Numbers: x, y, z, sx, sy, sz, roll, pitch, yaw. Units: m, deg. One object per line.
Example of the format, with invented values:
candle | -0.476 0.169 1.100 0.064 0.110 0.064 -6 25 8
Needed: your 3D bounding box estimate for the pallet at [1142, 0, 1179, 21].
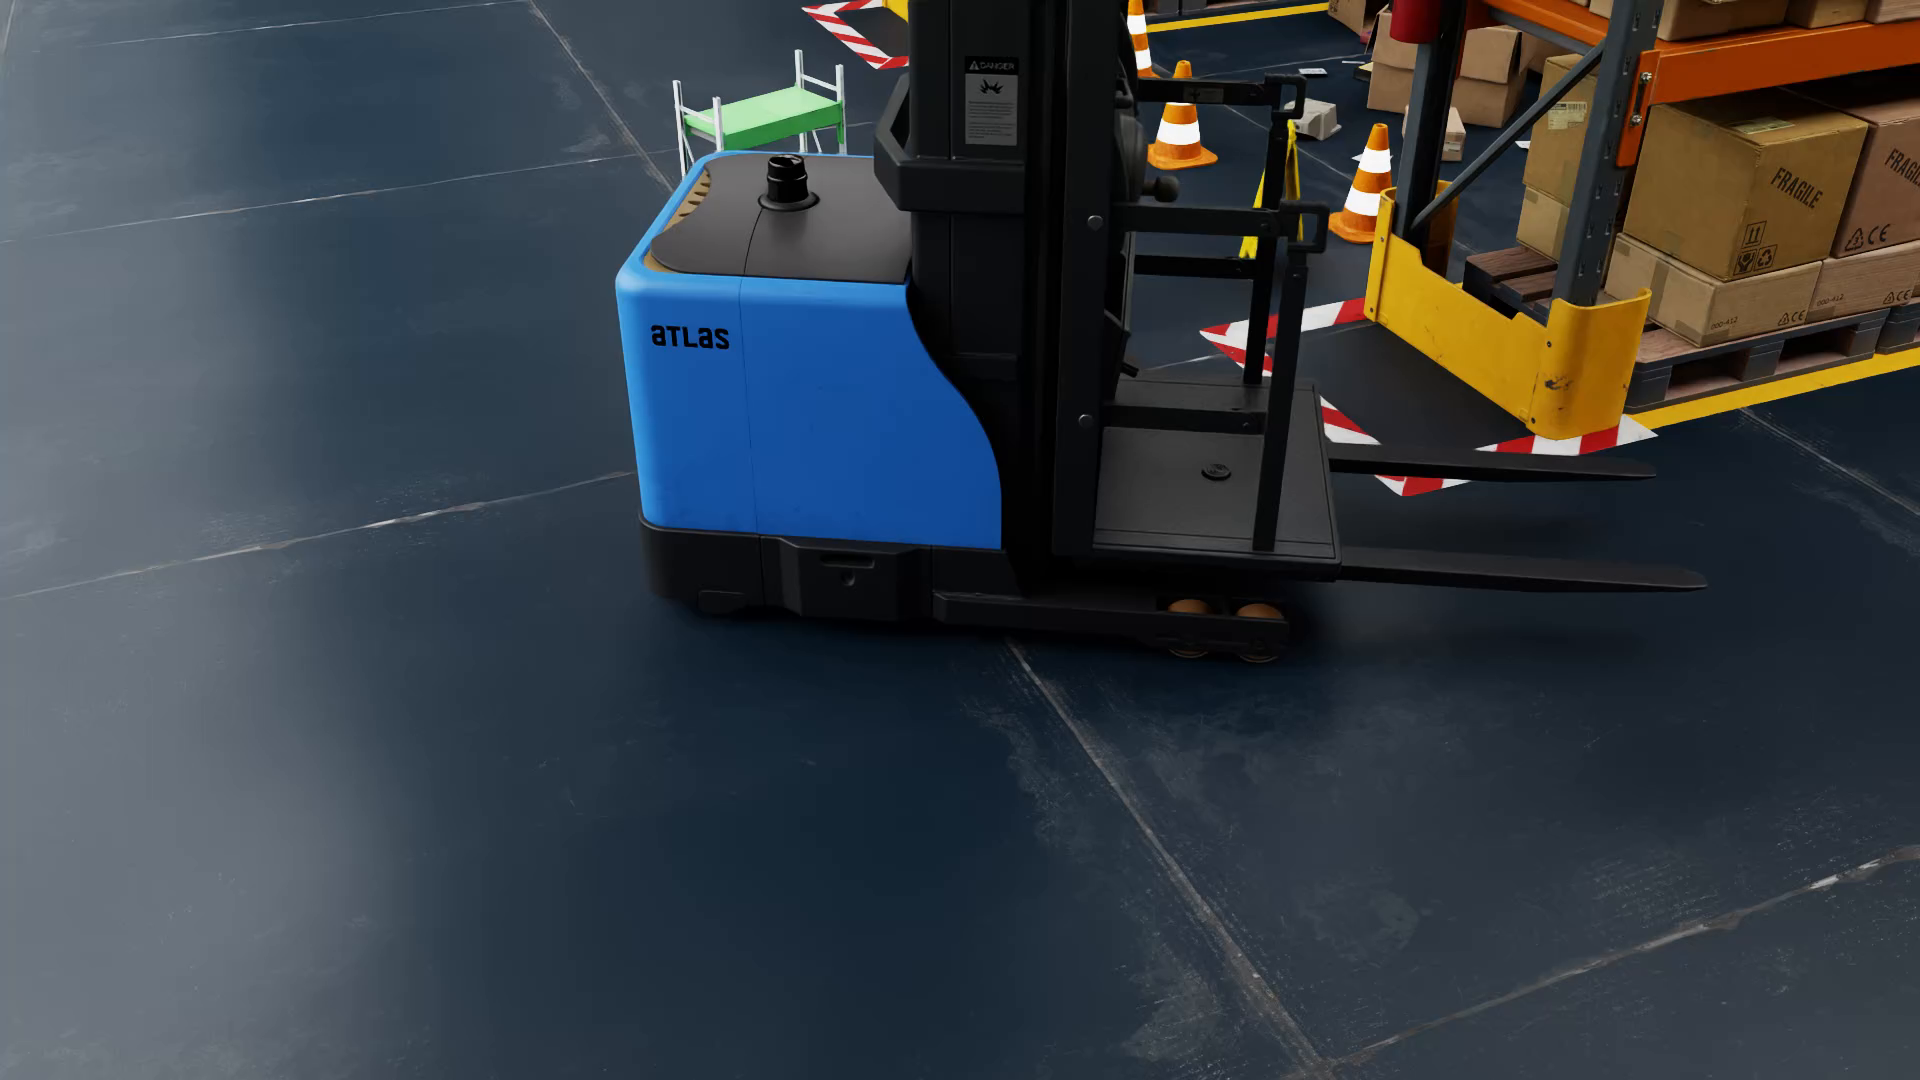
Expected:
pallet | 0.603 -3.414 10.304 1.213 0.211 1.003 -13 35 -19

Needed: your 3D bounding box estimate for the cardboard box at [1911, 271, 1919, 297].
cardboard box | 3.729 -1.188 6.461 0.500 0.250 0.500 -11 35 -16

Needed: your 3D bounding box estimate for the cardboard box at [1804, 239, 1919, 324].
cardboard box | 3.230 -1.066 6.274 0.500 0.250 0.500 -12 35 -17

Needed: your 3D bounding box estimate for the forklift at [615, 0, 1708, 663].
forklift | 0.624 -1.188 4.389 3.031 2.935 1.130 4 33 6

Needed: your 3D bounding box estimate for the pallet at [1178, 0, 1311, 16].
pallet | 1.727 -3.670 10.697 1.213 0.211 1.003 -13 35 -19

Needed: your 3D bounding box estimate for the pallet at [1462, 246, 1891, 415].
pallet | 2.739 -0.908 6.452 1.213 0.211 1.003 -13 35 -19

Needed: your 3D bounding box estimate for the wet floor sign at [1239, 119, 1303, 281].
wet floor sign | 1.317 -1.418 6.838 0.232 0.644 0.267 -2 33 -2

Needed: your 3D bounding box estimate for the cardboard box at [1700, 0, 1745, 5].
cardboard box | 2.450 -2.034 5.262 0.500 0.500 0.500 -13 35 -20

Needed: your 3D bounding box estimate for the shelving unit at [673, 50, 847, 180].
shelving unit | -0.647 -1.002 5.690 0.503 1.200 0.258 -26 41 -34

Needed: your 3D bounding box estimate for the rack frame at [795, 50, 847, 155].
rack frame | -0.467 -1.092 5.828 0.015 1.200 0.240 -26 41 -34

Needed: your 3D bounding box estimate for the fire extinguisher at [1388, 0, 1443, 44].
fire extinguisher | 1.622 -2.082 5.771 0.183 0.674 0.296 -13 35 -19

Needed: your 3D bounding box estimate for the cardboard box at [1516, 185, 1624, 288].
cardboard box | 2.569 -1.242 6.544 0.500 0.250 0.500 -13 35 -19

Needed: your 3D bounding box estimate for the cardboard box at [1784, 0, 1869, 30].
cardboard box | 2.803 -1.845 5.566 0.250 0.149 0.380 -14 36 -20

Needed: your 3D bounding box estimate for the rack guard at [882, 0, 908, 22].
rack guard | -0.126 -3.322 9.898 0.348 0.500 1.175 -13 35 -19

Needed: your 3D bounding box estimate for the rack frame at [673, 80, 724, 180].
rack frame | -0.828 -0.913 5.553 0.015 1.200 0.240 -26 41 -34

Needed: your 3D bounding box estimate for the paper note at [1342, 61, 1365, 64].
paper note | 2.221 -2.696 9.384 0.123 0.001 0.032 4 33 6

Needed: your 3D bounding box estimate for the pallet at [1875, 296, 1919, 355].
pallet | 3.862 -1.164 6.845 1.213 0.211 1.003 -13 35 -19

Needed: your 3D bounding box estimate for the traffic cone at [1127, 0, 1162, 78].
traffic cone | 0.936 -2.710 8.990 0.334 0.463 0.336 -13 35 -19

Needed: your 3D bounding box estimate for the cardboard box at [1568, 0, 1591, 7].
cardboard box | 2.168 -1.988 5.786 0.250 0.149 0.380 -12 35 -17

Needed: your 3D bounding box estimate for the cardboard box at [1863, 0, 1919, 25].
cardboard box | 3.054 -1.876 5.613 0.250 0.149 0.380 -12 35 -18

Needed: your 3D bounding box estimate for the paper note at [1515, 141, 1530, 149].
paper note | 2.848 -1.962 8.249 0.142 0.019 0.148 -2 33 -2

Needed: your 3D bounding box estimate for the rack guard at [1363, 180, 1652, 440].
rack guard | 1.976 -0.876 6.137 0.348 0.500 1.175 -13 35 -19

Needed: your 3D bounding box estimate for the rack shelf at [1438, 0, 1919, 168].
rack shelf | 3.750 -2.028 6.276 4.000 0.370 1.077 -13 35 -19

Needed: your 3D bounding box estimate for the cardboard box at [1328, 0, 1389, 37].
cardboard box | 2.551 -3.329 9.906 0.500 0.500 0.500 -7 34 -11

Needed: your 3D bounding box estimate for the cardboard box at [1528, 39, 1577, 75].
cardboard box | 3.404 -2.763 8.911 0.503 0.637 0.797 -13 35 -19

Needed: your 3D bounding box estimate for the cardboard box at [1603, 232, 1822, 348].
cardboard box | 2.757 -0.962 6.114 0.500 0.250 0.500 -13 35 -19

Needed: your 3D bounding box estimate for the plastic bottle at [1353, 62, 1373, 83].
plastic bottle | 2.308 -2.595 9.181 0.283 0.061 0.133 -27 42 -35

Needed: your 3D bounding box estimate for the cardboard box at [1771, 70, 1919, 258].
cardboard box | 3.259 -1.394 6.091 0.500 0.500 0.500 -14 36 -21

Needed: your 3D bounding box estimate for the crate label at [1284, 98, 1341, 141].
crate label | 1.761 -2.130 8.399 0.250 0.136 0.298 23 39 30

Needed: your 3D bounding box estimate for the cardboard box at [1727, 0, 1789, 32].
cardboard box | 2.527 -1.830 5.543 0.250 0.149 0.380 -12 35 -18

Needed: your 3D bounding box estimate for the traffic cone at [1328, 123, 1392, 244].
traffic cone | 1.803 -1.583 7.259 0.334 0.463 0.336 -13 35 -19

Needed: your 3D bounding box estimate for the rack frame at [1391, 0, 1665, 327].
rack frame | 1.906 -1.907 5.431 0.127 3.000 1.000 -13 35 -19

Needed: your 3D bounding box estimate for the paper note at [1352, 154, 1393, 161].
paper note | 2.007 -1.863 8.086 0.142 0.019 0.148 -27 42 -35

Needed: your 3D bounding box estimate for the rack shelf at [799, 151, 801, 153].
rack shelf | -0.647 -1.150 5.594 0.480 0.148 0.258 -26 41 -34

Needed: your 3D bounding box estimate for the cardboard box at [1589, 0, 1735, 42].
cardboard box | 2.299 -1.770 5.450 0.250 0.149 0.380 -13 35 -19

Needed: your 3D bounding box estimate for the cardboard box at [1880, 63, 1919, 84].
cardboard box | 3.725 -1.496 6.247 0.500 0.500 0.500 -12 35 -18

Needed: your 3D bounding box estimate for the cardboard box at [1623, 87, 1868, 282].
cardboard box | 2.778 -1.282 5.918 0.500 0.500 0.500 -14 36 -21

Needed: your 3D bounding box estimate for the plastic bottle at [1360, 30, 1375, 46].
plastic bottle | 2.475 -2.892 9.639 0.133 0.061 0.283 -27 42 -35

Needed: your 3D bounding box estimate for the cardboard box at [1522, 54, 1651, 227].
cardboard box | 2.544 -1.545 6.323 0.500 0.500 0.500 -13 35 -19

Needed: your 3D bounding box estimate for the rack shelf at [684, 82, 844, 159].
rack shelf | -0.648 -1.351 5.463 0.480 0.148 0.258 -26 41 -34

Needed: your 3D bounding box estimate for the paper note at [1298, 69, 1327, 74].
paper note | 1.961 -2.598 9.217 0.142 0.017 0.144 -2 33 -2

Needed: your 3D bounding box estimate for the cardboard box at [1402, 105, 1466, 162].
cardboard box | 2.332 -2.005 8.195 0.250 0.149 0.380 4 33 6

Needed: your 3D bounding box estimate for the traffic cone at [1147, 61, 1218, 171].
traffic cone | 1.060 -2.070 8.007 0.334 0.463 0.336 -13 35 -19

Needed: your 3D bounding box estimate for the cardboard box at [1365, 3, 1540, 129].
cardboard box | 2.545 -2.505 8.638 0.797 0.503 0.637 16 36 23
